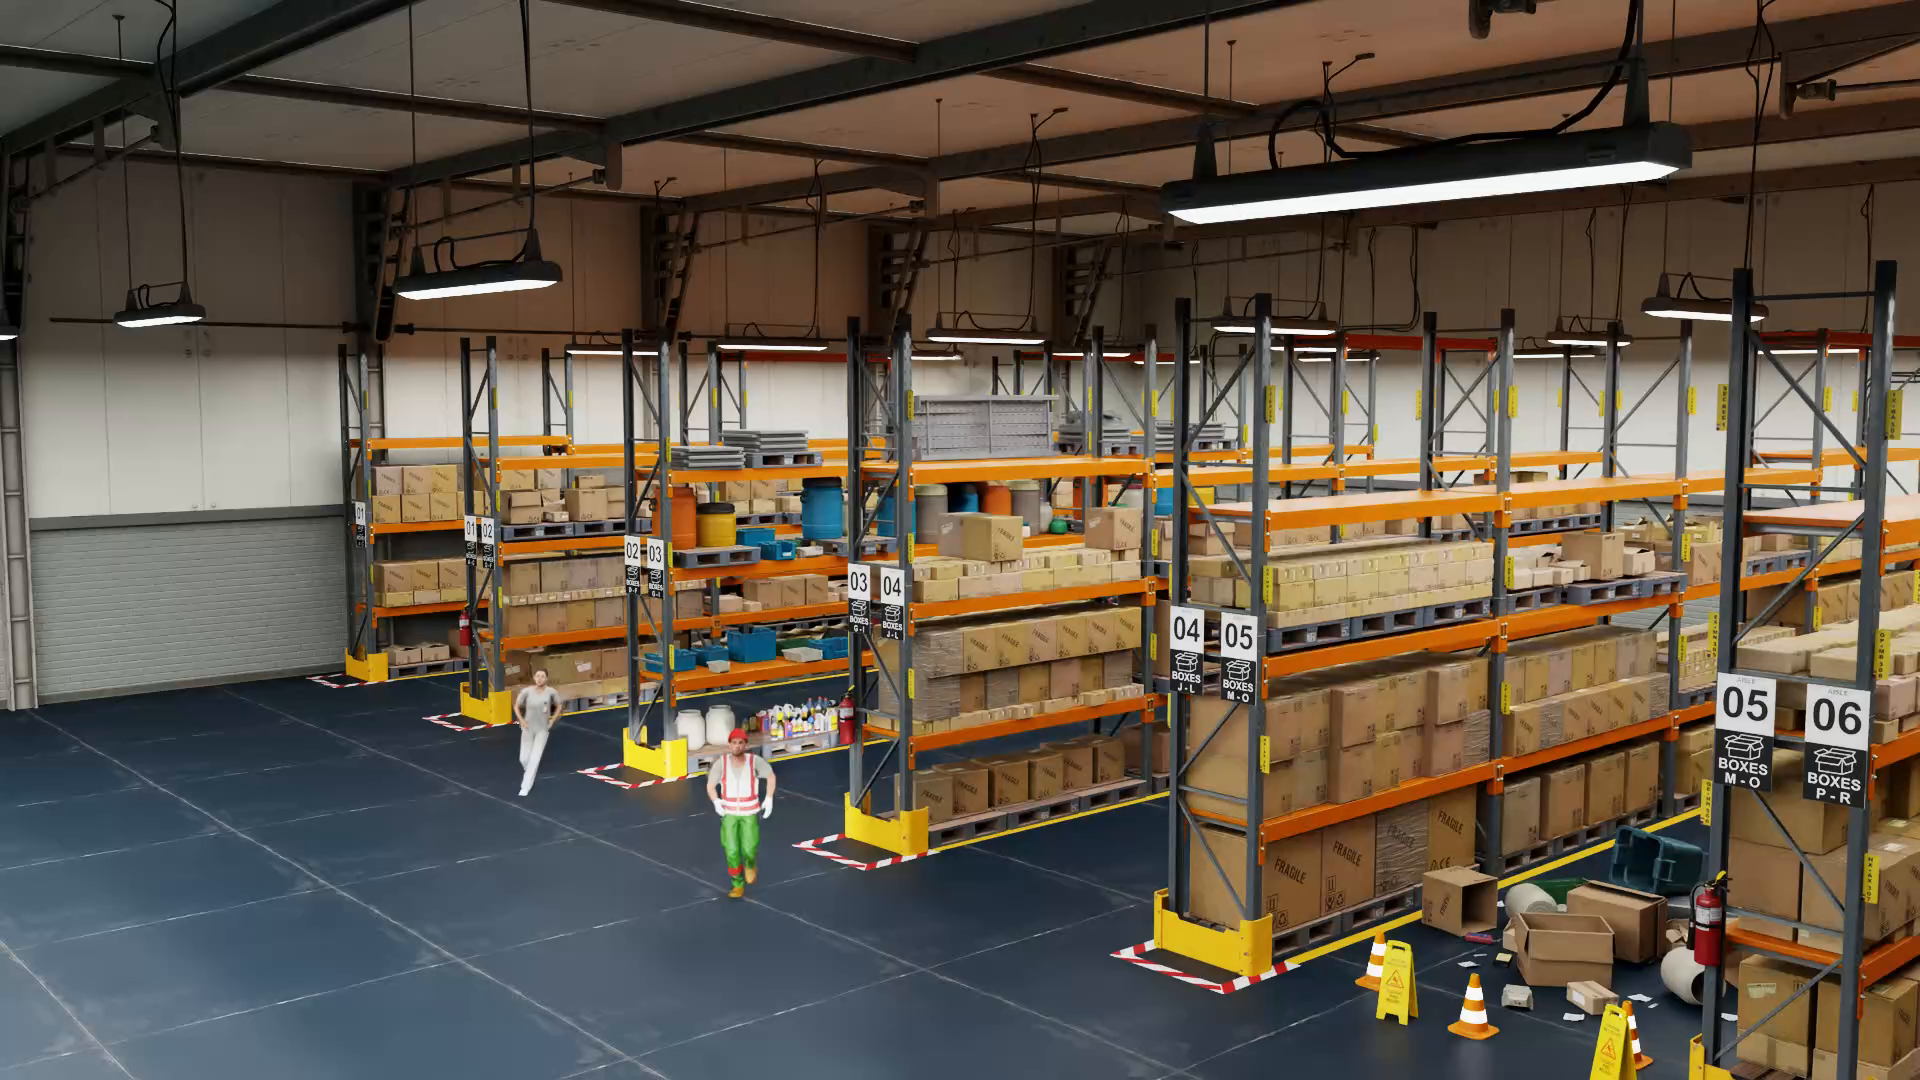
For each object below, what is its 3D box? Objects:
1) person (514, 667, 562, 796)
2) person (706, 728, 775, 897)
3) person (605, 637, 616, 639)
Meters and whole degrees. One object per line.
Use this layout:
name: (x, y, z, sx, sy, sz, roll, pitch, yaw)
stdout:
person: (-5.444, 2.435, 21.491, 0.603, 1.630, 0.663, -1, 5, -12)
person: (-2.234, 2.777, 16.954, 0.696, 1.737, 0.623, 0, 5, -4)
person: (-6.210, 1.607, 29.706, 0.683, 1.808, 0.844, 4, 6, 36)
